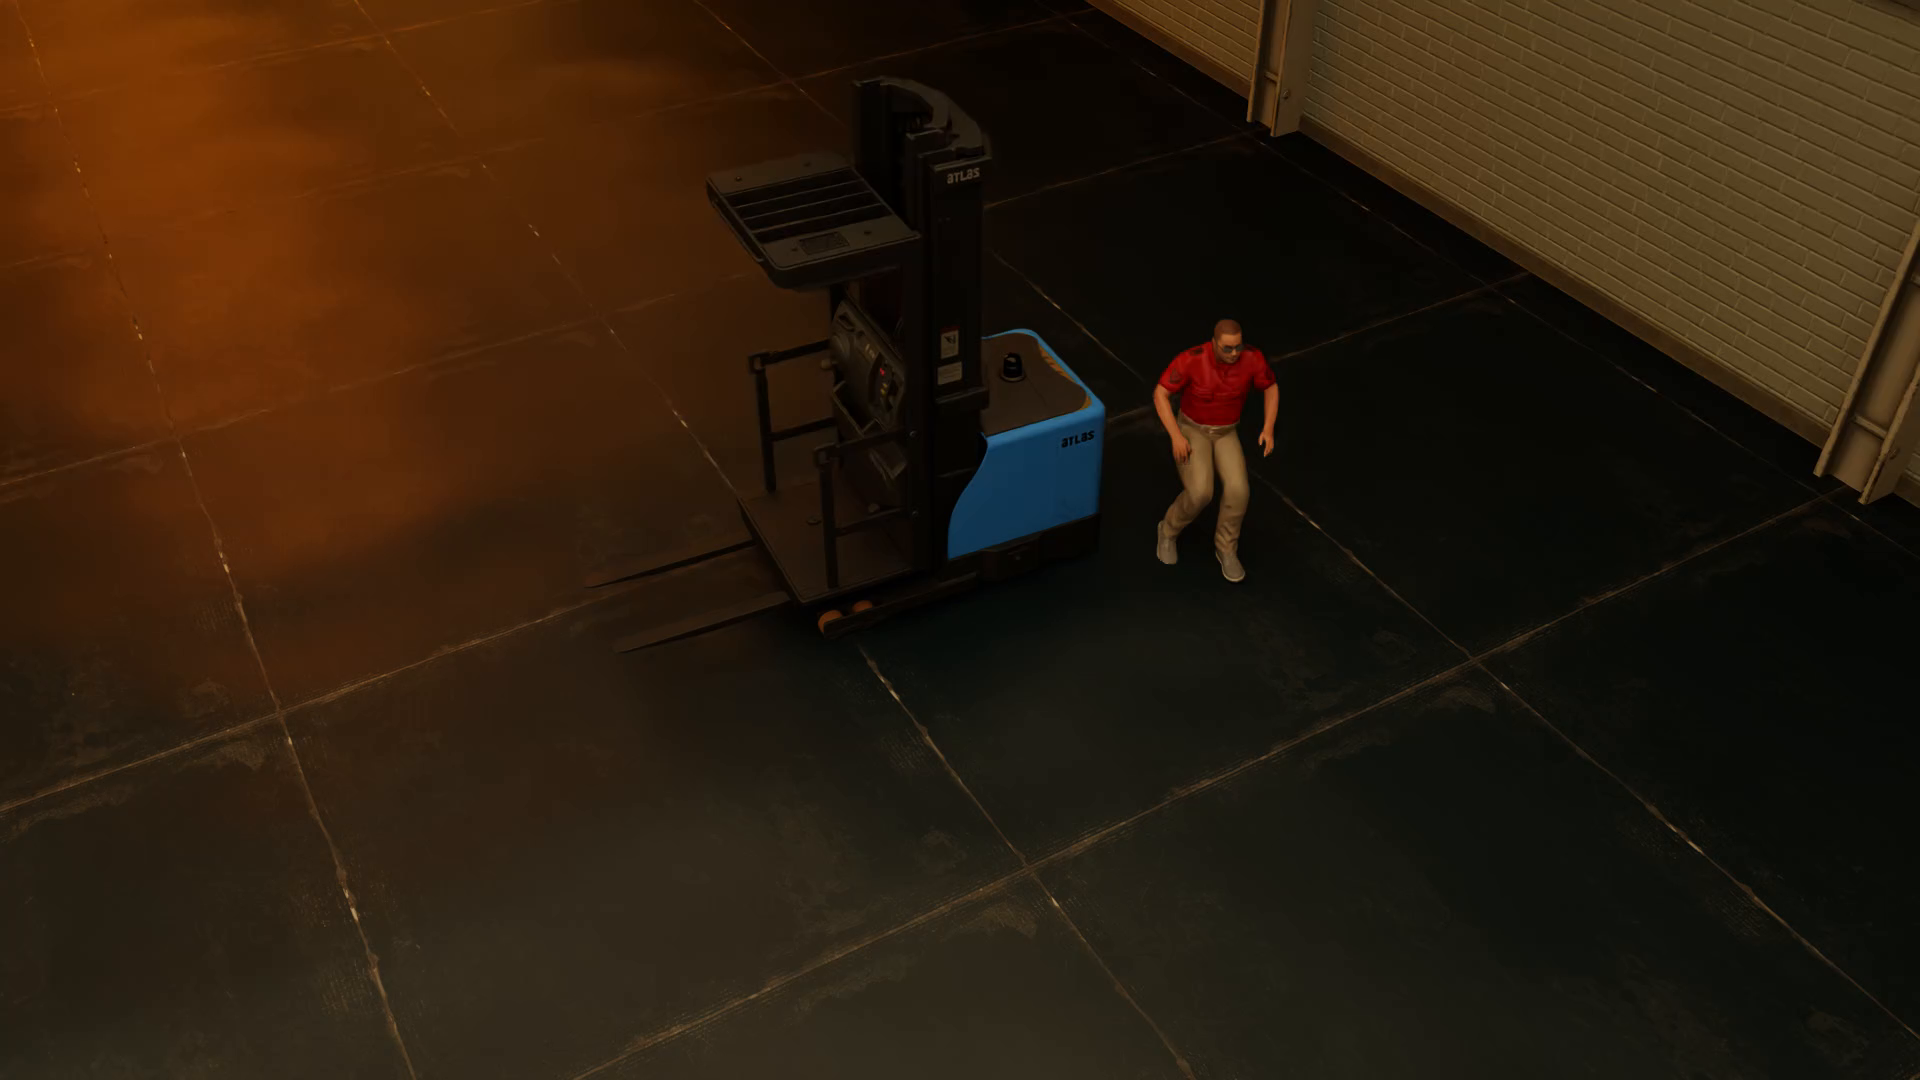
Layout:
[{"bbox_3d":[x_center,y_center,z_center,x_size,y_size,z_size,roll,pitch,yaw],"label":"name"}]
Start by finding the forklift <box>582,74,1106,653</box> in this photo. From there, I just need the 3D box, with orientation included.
[{"bbox_3d":[-0.697,-0.942,9.172,3.031,2.935,1.130,-17,43,-19],"label":"forklift"}]

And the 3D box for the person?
[{"bbox_3d":[1.577,-0.536,9.861,0.793,1.525,0.856,-10,41,-12],"label":"person"}]
